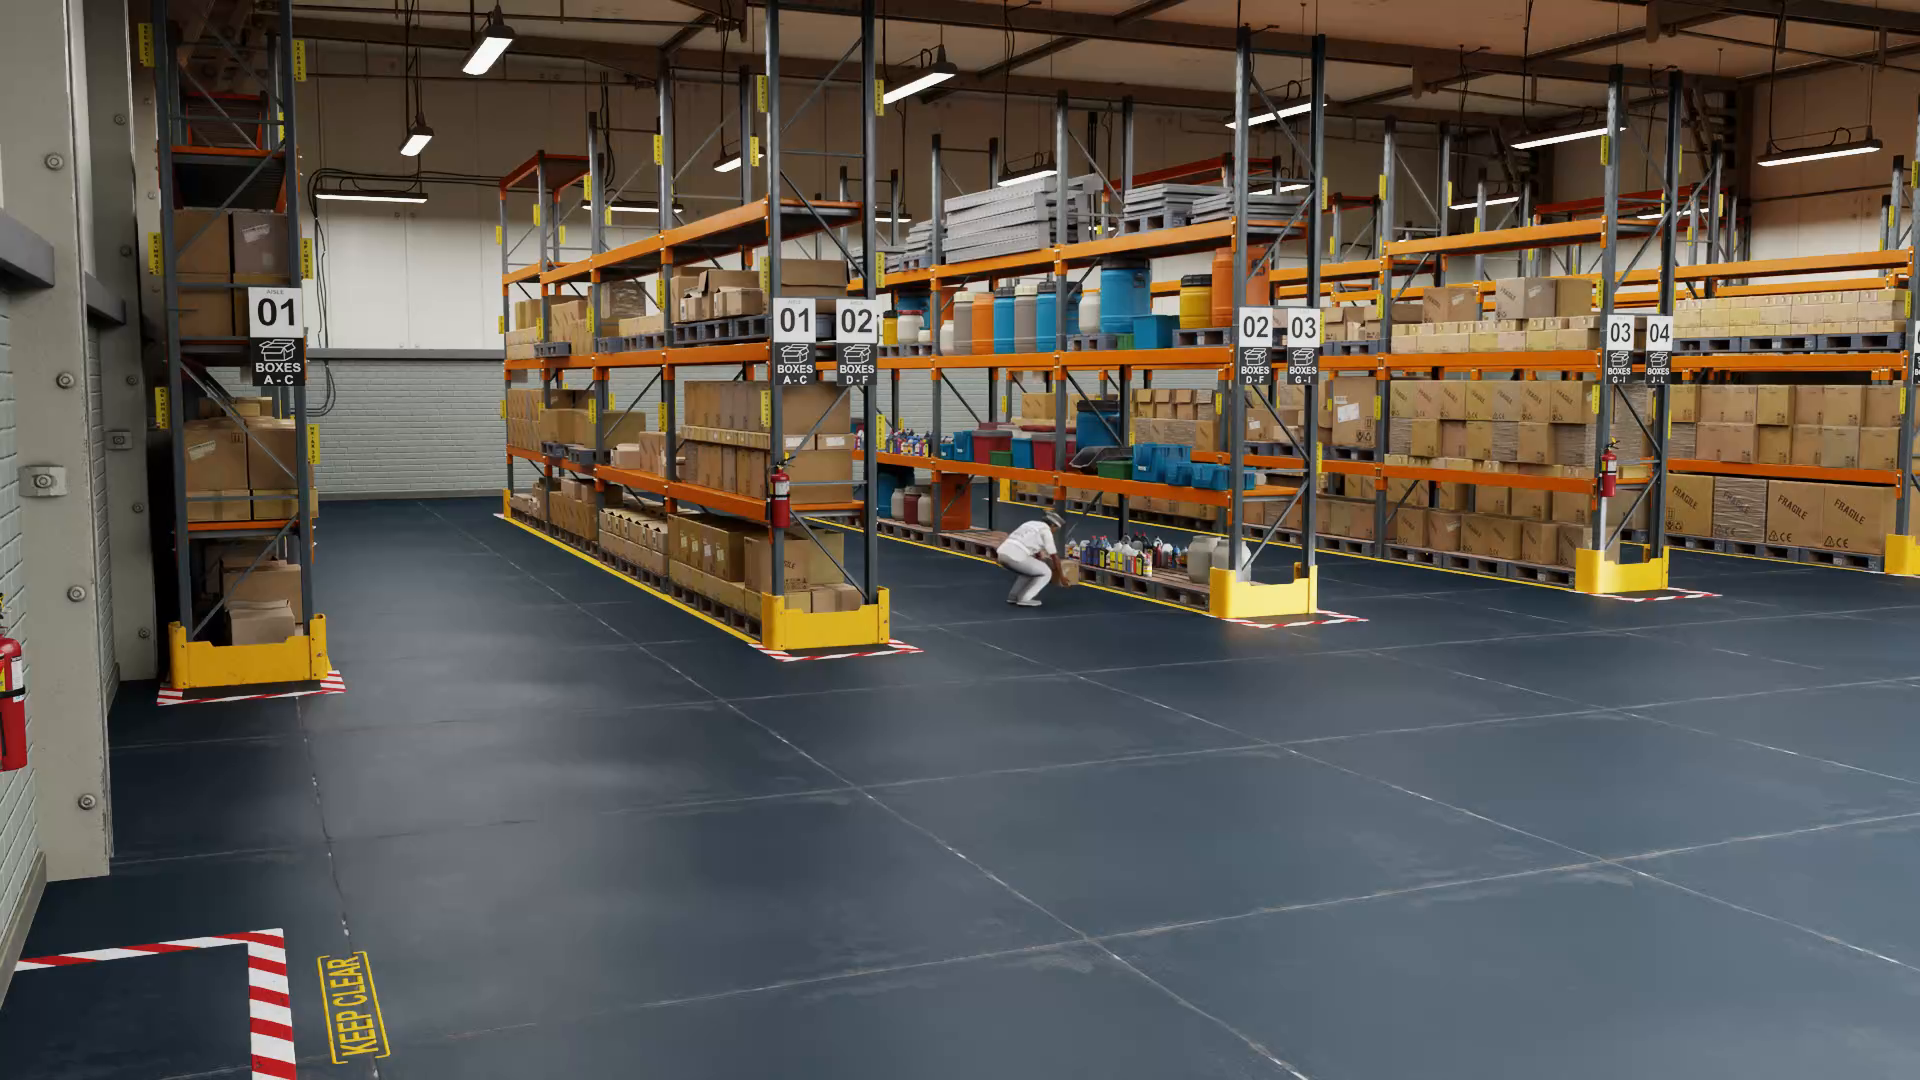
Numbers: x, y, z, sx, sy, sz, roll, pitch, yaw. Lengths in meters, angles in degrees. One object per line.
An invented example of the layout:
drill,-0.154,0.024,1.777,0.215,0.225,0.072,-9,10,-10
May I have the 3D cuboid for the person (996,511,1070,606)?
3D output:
person,0.798,0.200,18.323,0.833,1.019,0.487,-2,6,-24
